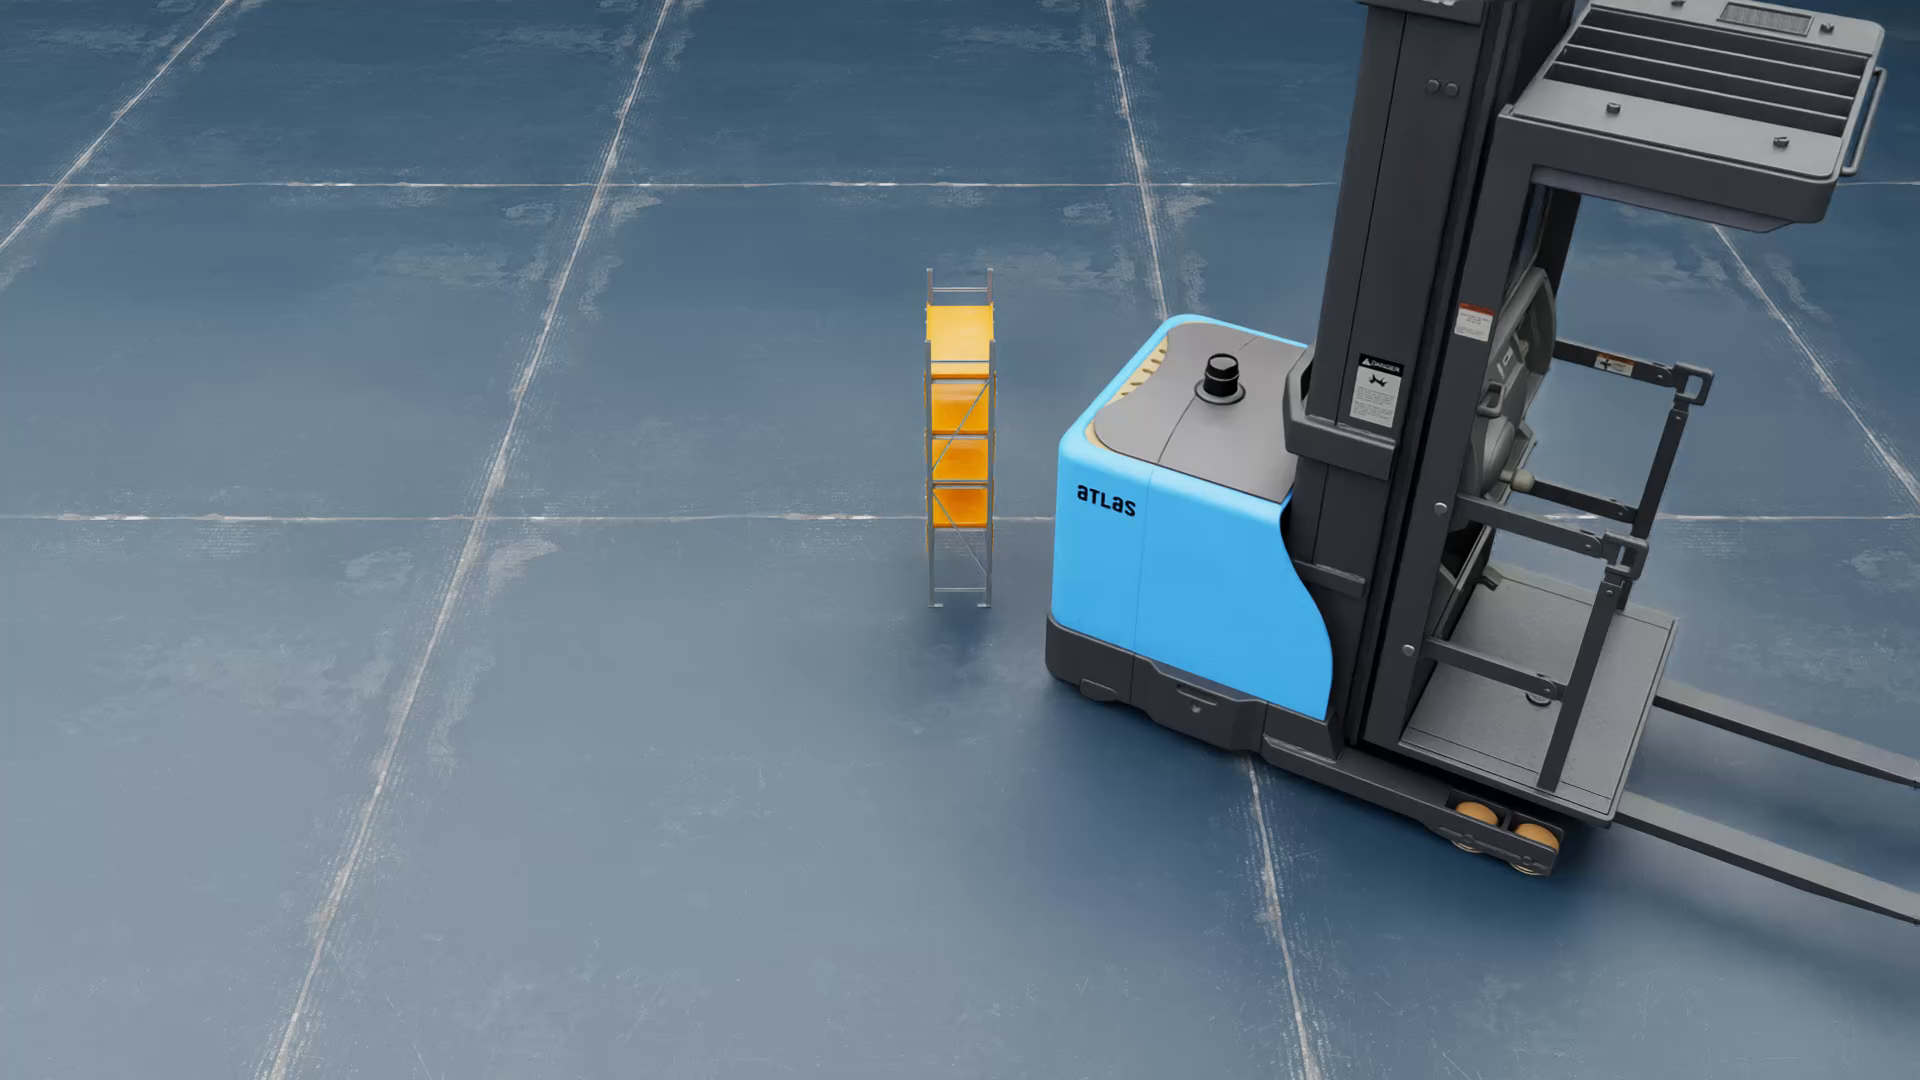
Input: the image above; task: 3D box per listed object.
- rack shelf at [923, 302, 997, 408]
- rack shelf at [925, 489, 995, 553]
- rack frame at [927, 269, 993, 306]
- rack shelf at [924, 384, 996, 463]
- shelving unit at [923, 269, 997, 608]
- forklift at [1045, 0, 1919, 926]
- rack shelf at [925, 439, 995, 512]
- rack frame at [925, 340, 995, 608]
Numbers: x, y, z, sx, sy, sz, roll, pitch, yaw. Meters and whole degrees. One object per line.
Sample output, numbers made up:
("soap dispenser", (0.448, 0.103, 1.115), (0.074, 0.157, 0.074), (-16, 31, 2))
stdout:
("rack shelf", (0.000, -0.671, 6.000), (0.258, 0.148, 0.480), (0, 39, 0))
("rack shelf", (0.000, -0.157, 6.412), (0.258, 0.148, 0.480), (0, 39, 0))
("rack frame", (0.000, -0.517, 6.436), (0.240, 1.200, 0.015), (0, 39, 0))
("rack shelf", (0.000, -0.487, 6.148), (0.258, 0.148, 0.480), (0, 39, 0))
("shelving unit", (0.000, -0.365, 6.246), (0.258, 1.200, 0.503), (0, 39, 0))
("forklift", (1.849, -0.441, 4.956), (3.031, 2.935, 1.130), (19, 43, 22))
("rack shelf", (0.000, -0.312, 6.288), (0.258, 0.148, 0.480), (0, 39, 0))
("rack frame", (0.000, -0.212, 6.055), (0.240, 1.200, 0.015), (0, 39, 0))
